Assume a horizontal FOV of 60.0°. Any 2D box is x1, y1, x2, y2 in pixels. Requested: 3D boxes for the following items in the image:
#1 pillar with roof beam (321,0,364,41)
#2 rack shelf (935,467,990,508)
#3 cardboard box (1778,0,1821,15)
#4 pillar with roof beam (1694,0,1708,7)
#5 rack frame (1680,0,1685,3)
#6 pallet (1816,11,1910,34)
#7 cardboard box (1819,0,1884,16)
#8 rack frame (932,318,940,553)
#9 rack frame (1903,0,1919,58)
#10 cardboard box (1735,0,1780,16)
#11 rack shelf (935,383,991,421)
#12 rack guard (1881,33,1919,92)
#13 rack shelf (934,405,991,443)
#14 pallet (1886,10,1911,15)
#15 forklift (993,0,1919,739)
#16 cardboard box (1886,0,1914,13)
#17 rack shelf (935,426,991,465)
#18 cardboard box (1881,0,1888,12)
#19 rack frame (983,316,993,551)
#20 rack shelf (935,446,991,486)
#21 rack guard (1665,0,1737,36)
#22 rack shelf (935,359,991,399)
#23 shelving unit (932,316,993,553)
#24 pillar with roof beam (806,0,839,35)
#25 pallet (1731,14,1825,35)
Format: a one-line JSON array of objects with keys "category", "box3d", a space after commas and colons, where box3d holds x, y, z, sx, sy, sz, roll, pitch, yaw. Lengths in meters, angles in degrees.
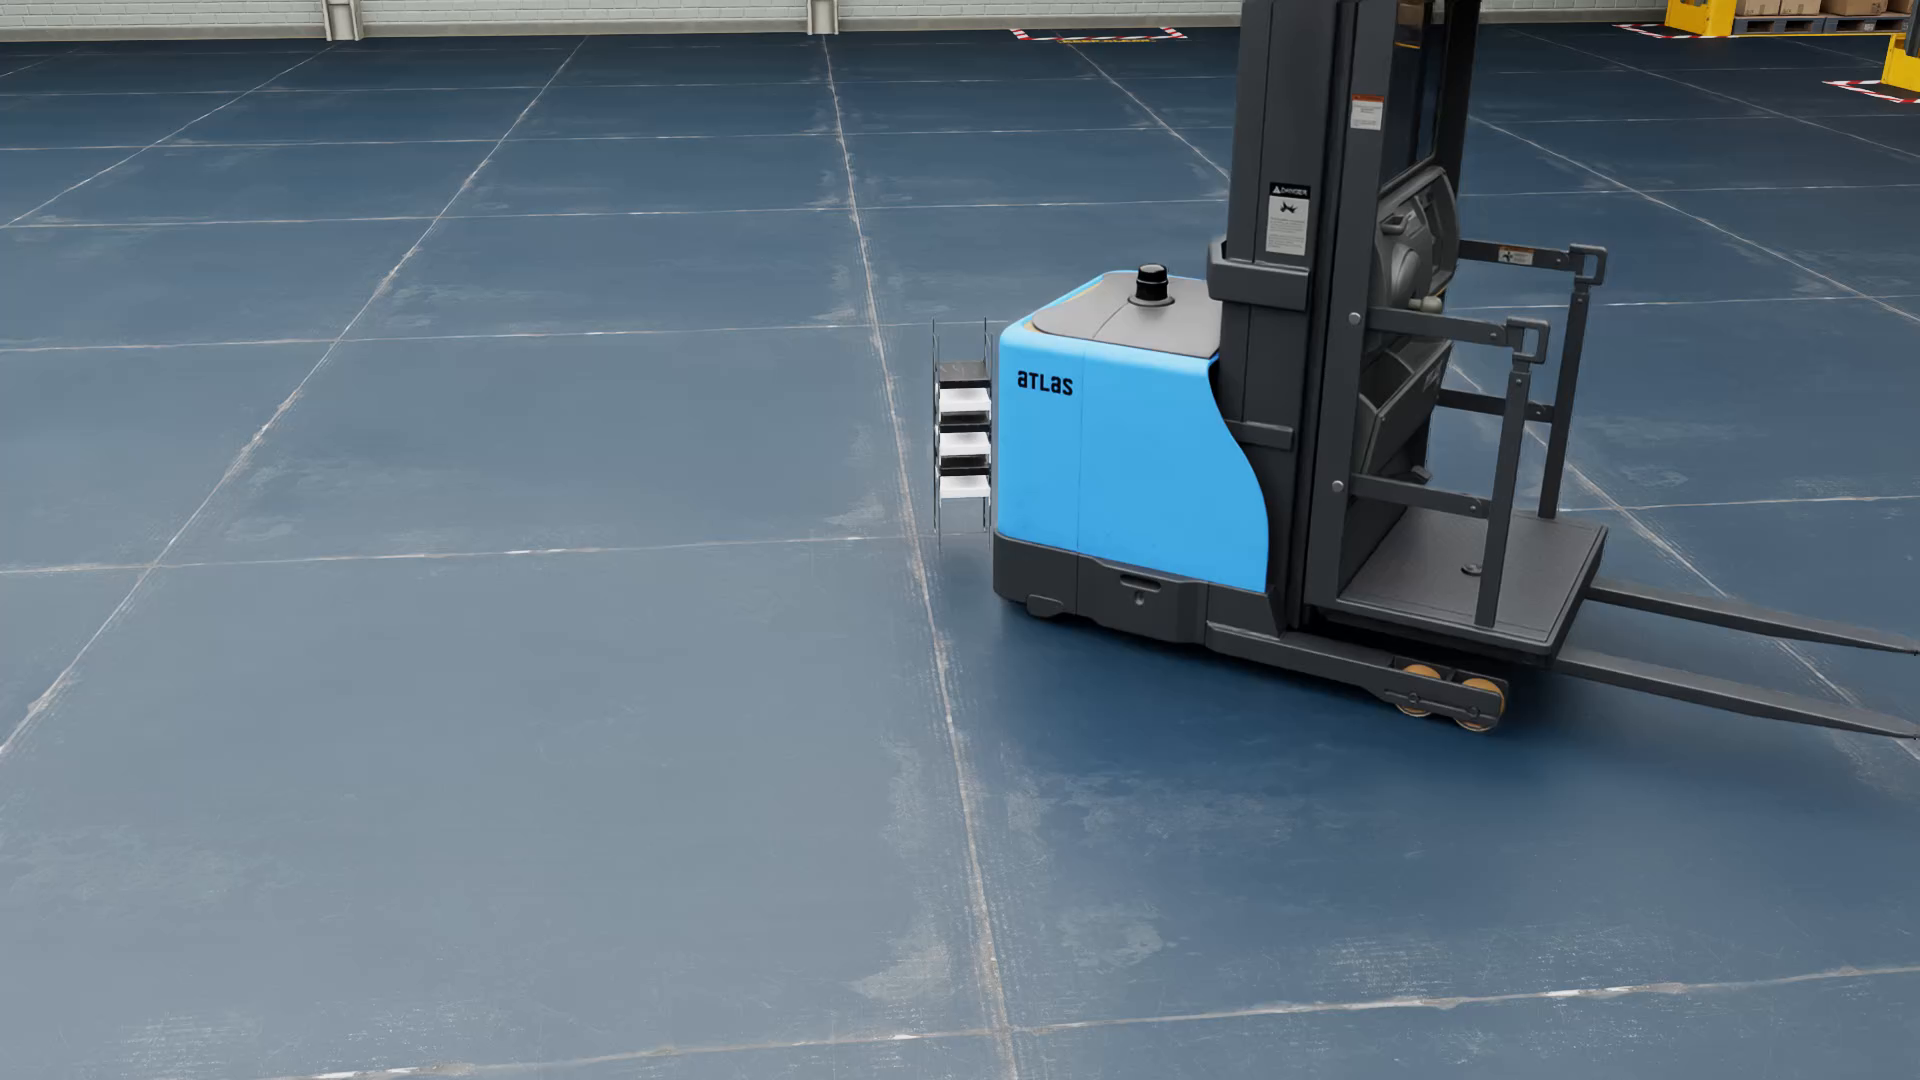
[{"category": "pillar with roof beam", "box3d": [-7.320, -8.691, 15.224, 0.400, 9.000, 9.100, -2, 24, -5]}, {"category": "rack shelf", "box3d": [0.008, -0.217, 6.655, 0.200, 0.077, 0.258, -2, 24, -5]}, {"category": "cardboard box", "box3d": [10.823, -7.017, 21.613, 0.500, 0.311, 0.500, 0, 24, -1]}, {"category": "pillar with roof beam", "box3d": [10.593, -9.410, 16.841, 0.400, 9.000, 9.100, -2, 24, -5]}, {"category": "rack frame", "box3d": [9.559, -8.031, 21.124, 0.127, 3.000, 1.000, -2, 24, -5]}, {"category": "pallet", "box3d": [11.657, -6.825, 21.845, 1.213, 0.211, 1.003, -2, 24, -5]}, {"category": "cardboard box", "box3d": [11.558, -7.112, 21.595, 0.500, 0.500, 0.700, -4, 24, -8]}, {"category": "rack frame", "box3d": [-0.093, -0.407, 6.559, 0.006, 0.900, 0.240, -2, 24, -5]}, {"category": "rack frame", "box3d": [10.049, -6.028, 16.620, 0.127, 3.000, 1.000, -2, 24, -5]}, {"category": "cardboard box", "box3d": [10.256, -6.994, 21.562, 0.500, 0.311, 0.500, -5, 24, -11]}, {"category": "rack shelf", "box3d": [0.008, -0.546, 6.508, 0.200, 0.077, 0.258, -2, 24, -5]}, {"category": "rack guard", "box3d": [10.025, -4.885, 17.126, 0.348, 0.500, 1.175, -2, 24, -5]}, {"category": "rack shelf", "box3d": [0.008, -0.463, 6.545, 0.200, 0.077, 0.258, -2, 24, -5]}, {"category": "pallet", "box3d": [12.874, -6.875, 21.958, 1.213, 0.211, 1.003, -2, 24, -5]}, {"category": "forklift", "box3d": [1.664, -0.969, 5.322, 3.031, 2.935, 1.130, 13, 27, 26]}, {"category": "cardboard box", "box3d": [12.510, -7.191, 21.772, 0.500, 0.500, 0.500, -4, 24, -9]}, {"category": "rack shelf", "box3d": [0.008, -0.381, 6.581, 0.200, 0.077, 0.258, -2, 24, -5]}, {"category": "cardboard box", "box3d": [11.946, -7.033, 21.848, 0.250, 0.149, 0.380, -4, 24, -9]}, {"category": "rack frame", "box3d": [0.109, -0.416, 6.577, 0.006, 0.900, 0.240, -2, 24, -5]}, {"category": "rack shelf", "box3d": [0.008, -0.299, 6.618, 0.200, 0.077, 0.258, -2, 24, -5]}, {"category": "rack guard", "box3d": [9.634, -6.891, 21.639, 0.348, 0.500, 1.175, -2, 24, -5]}, {"category": "rack shelf", "box3d": [0.008, -0.628, 6.472, 0.200, 0.077, 0.258, -2, 24, -5]}, {"category": "shelving unit", "box3d": [0.008, -0.412, 6.568, 0.210, 0.900, 0.258, -2, 24, -5]}, {"category": "pillar with roof beam", "box3d": [-1.349, -8.930, 15.763, 0.400, 9.000, 9.100, -2, 24, -5]}, {"category": "pallet", "box3d": [10.446, -6.778, 21.738, 1.213, 0.211, 1.003, -2, 24, -5]}]
